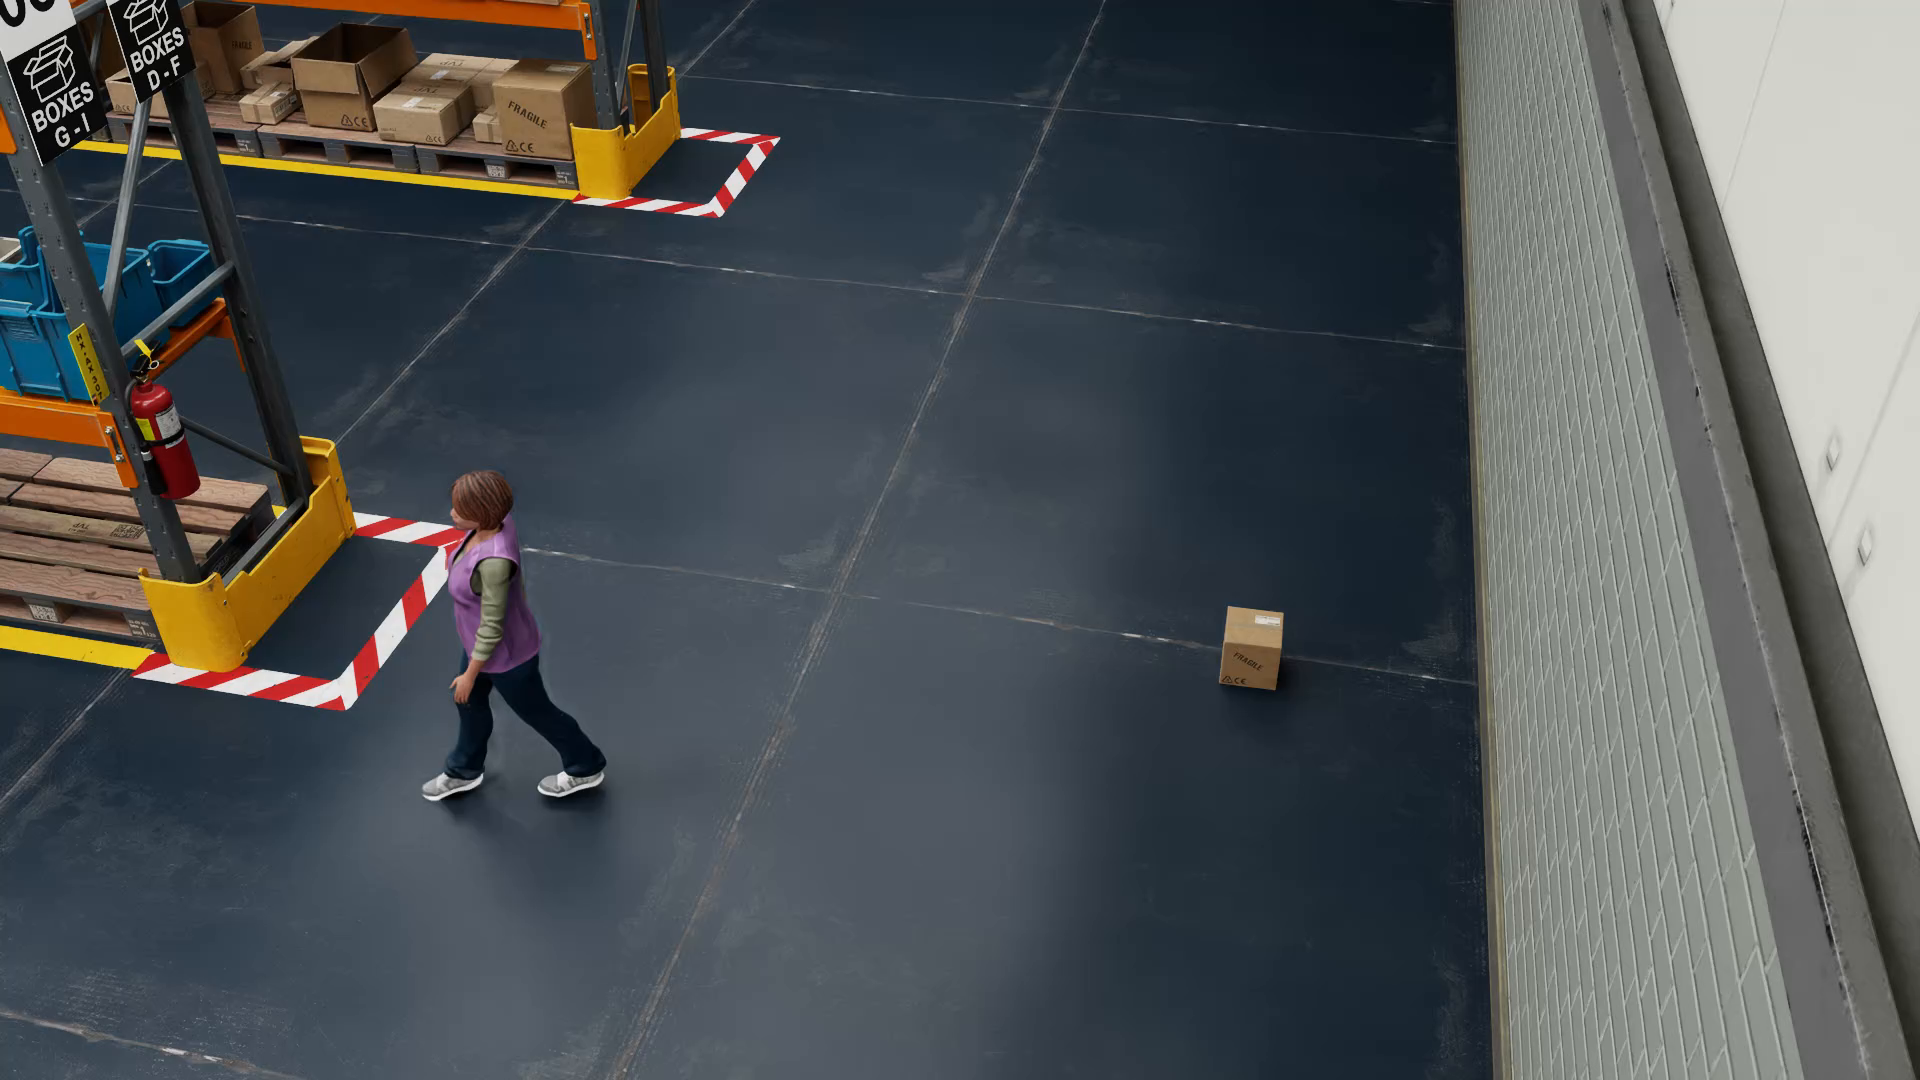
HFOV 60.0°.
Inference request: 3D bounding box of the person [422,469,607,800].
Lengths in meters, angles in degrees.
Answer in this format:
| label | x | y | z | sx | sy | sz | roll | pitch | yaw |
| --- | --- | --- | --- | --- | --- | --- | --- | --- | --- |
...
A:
| label | x | y | z | sx | sy | sz | roll | pitch | yaw |
| --- | --- | --- | --- | --- | --- | --- | --- | --- | --- |
| person | -1.828 | 0.428 | 6.400 | 0.750 | 1.599 | 0.454 | -11 | 39 | -15 |
